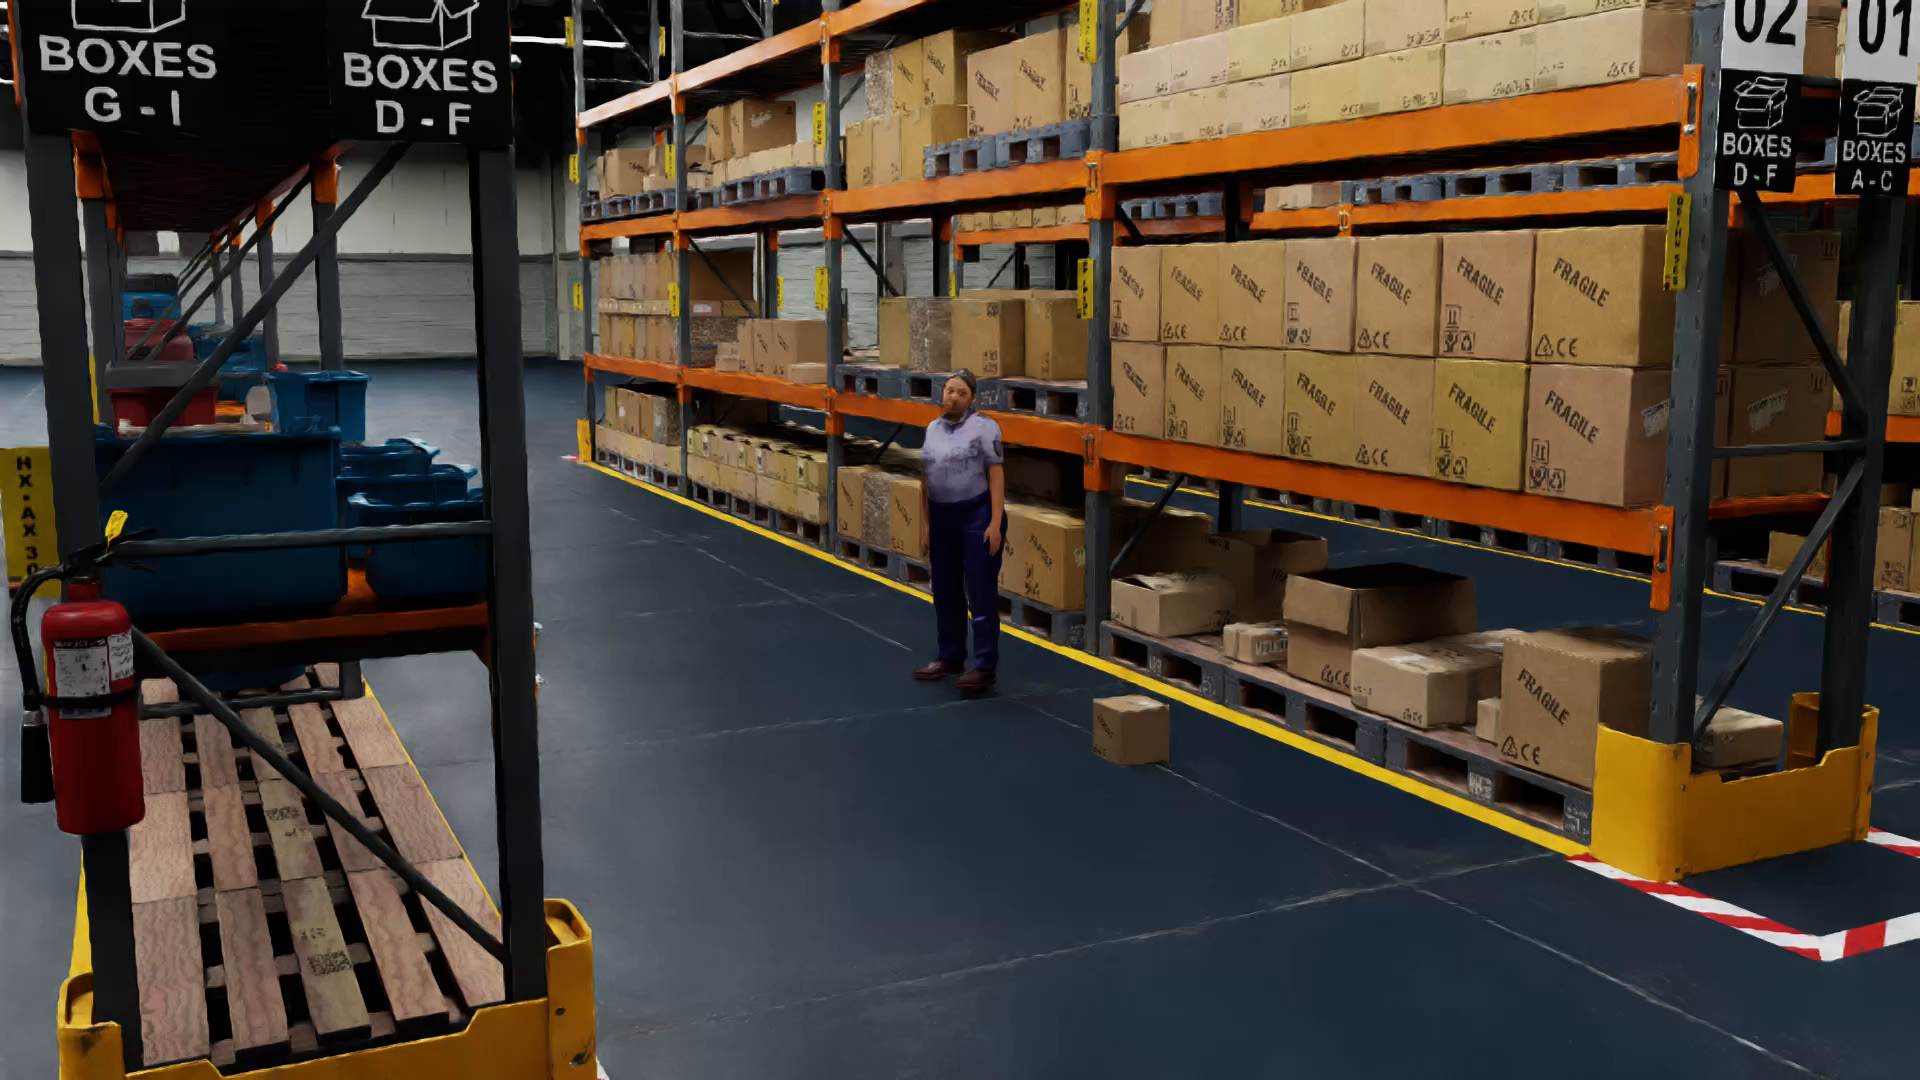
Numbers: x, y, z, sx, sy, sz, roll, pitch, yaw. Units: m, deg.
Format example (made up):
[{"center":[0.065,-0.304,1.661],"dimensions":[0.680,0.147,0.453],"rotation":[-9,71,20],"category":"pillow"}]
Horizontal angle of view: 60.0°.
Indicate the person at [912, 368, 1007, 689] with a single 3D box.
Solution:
[{"center":[-0.018,-0.061,8.639],"dimensions":[0.575,1.656,0.443],"rotation":[6,11,36],"category":"person"}]
